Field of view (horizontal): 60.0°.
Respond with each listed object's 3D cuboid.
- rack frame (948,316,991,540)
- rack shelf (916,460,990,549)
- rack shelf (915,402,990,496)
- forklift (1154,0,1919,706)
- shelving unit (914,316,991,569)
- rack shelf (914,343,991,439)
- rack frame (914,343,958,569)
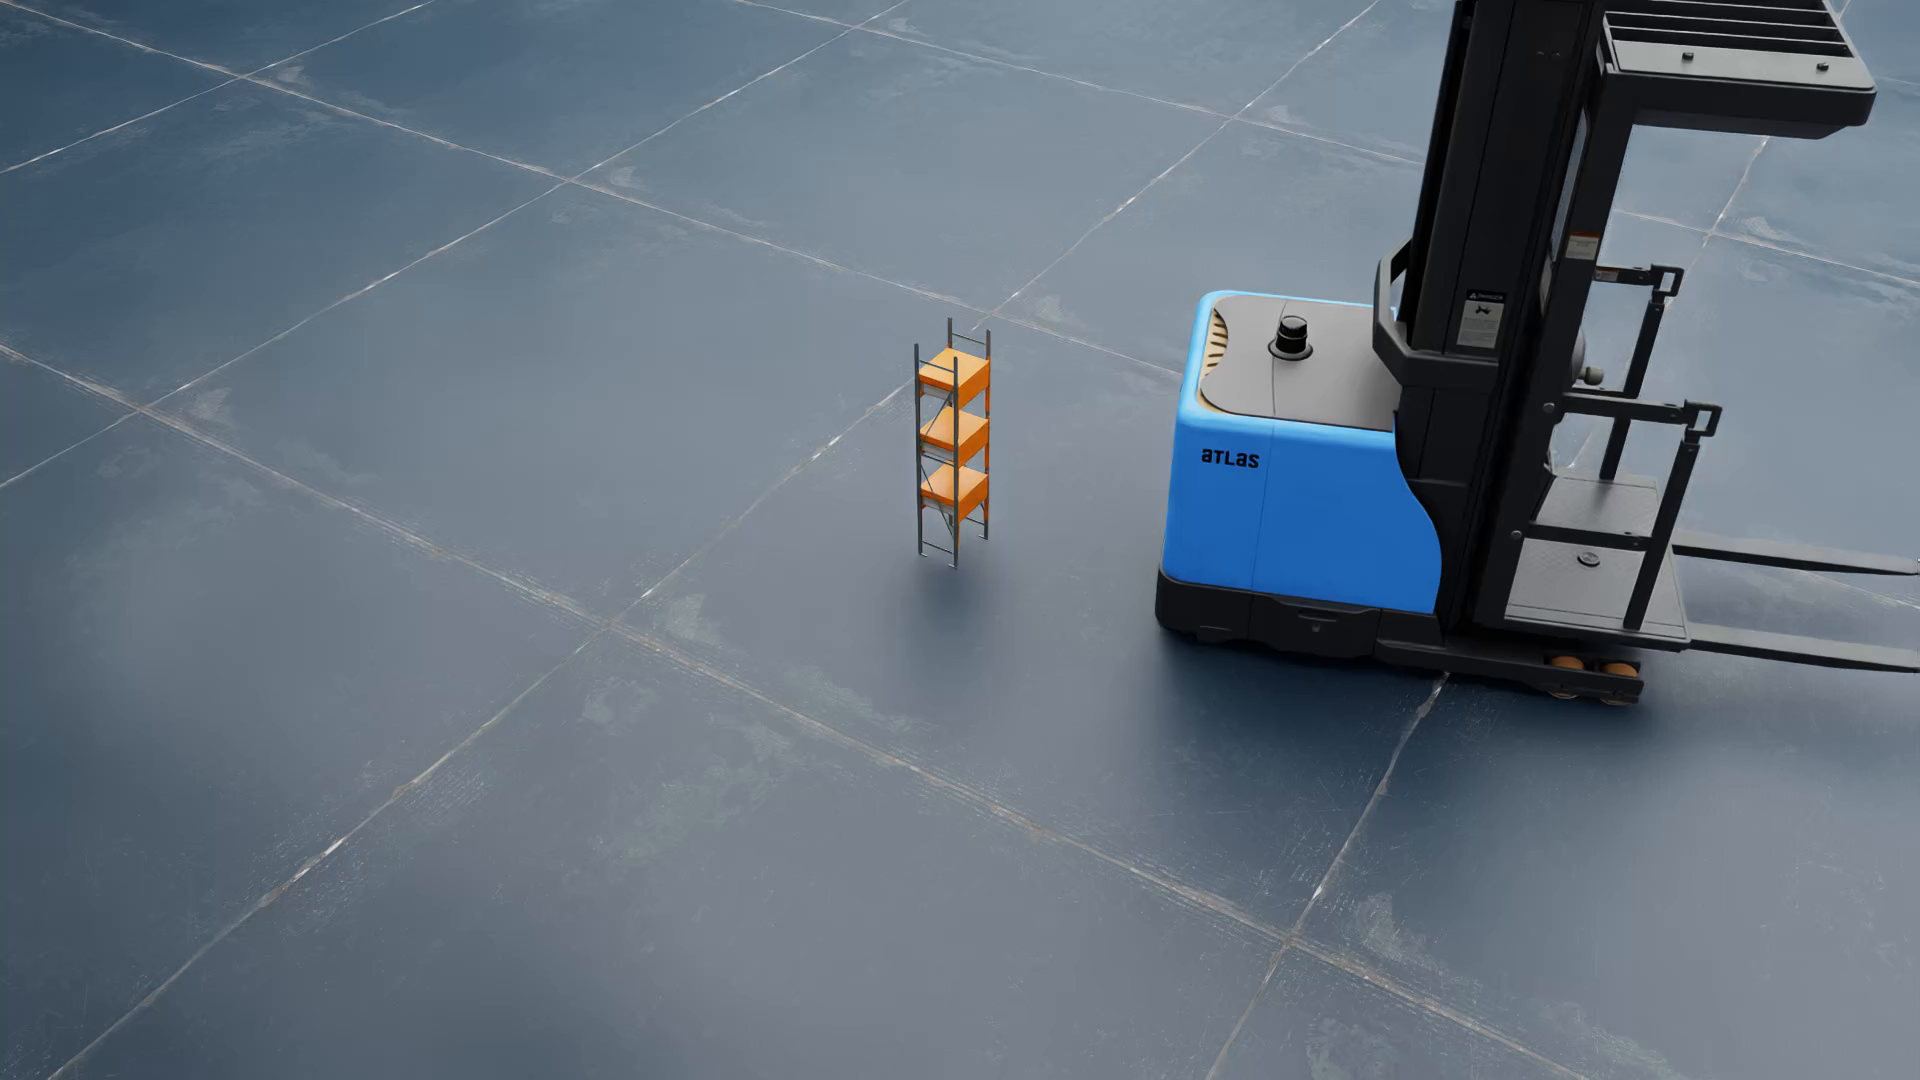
[{"bbox_3d":[0.037,-0.451,6.975,0.200,1.050,0.008,21,42,25],"label":"rack frame"},{"bbox_3d":[-0.029,-0.160,7.070,0.215,0.259,0.240,21,42,25],"label":"rack shelf"},{"bbox_3d":[-0.029,-0.380,6.900,0.215,0.259,0.240,21,42,25],"label":"rack shelf"},{"bbox_3d":[2.360,-0.878,5.988,3.031,2.935,1.130,7,38,9],"label":"forklift"},{"bbox_3d":[-0.029,-0.388,6.894,0.215,1.050,0.252,21,42,25],"label":"shelving unit"},{"bbox_3d":[-0.029,-0.605,6.727,0.215,0.259,0.240,21,42,25],"label":"rack shelf"},{"bbox_3d":[-0.094,-0.325,6.812,0.200,1.050,0.008,21,42,25],"label":"rack frame"}]
